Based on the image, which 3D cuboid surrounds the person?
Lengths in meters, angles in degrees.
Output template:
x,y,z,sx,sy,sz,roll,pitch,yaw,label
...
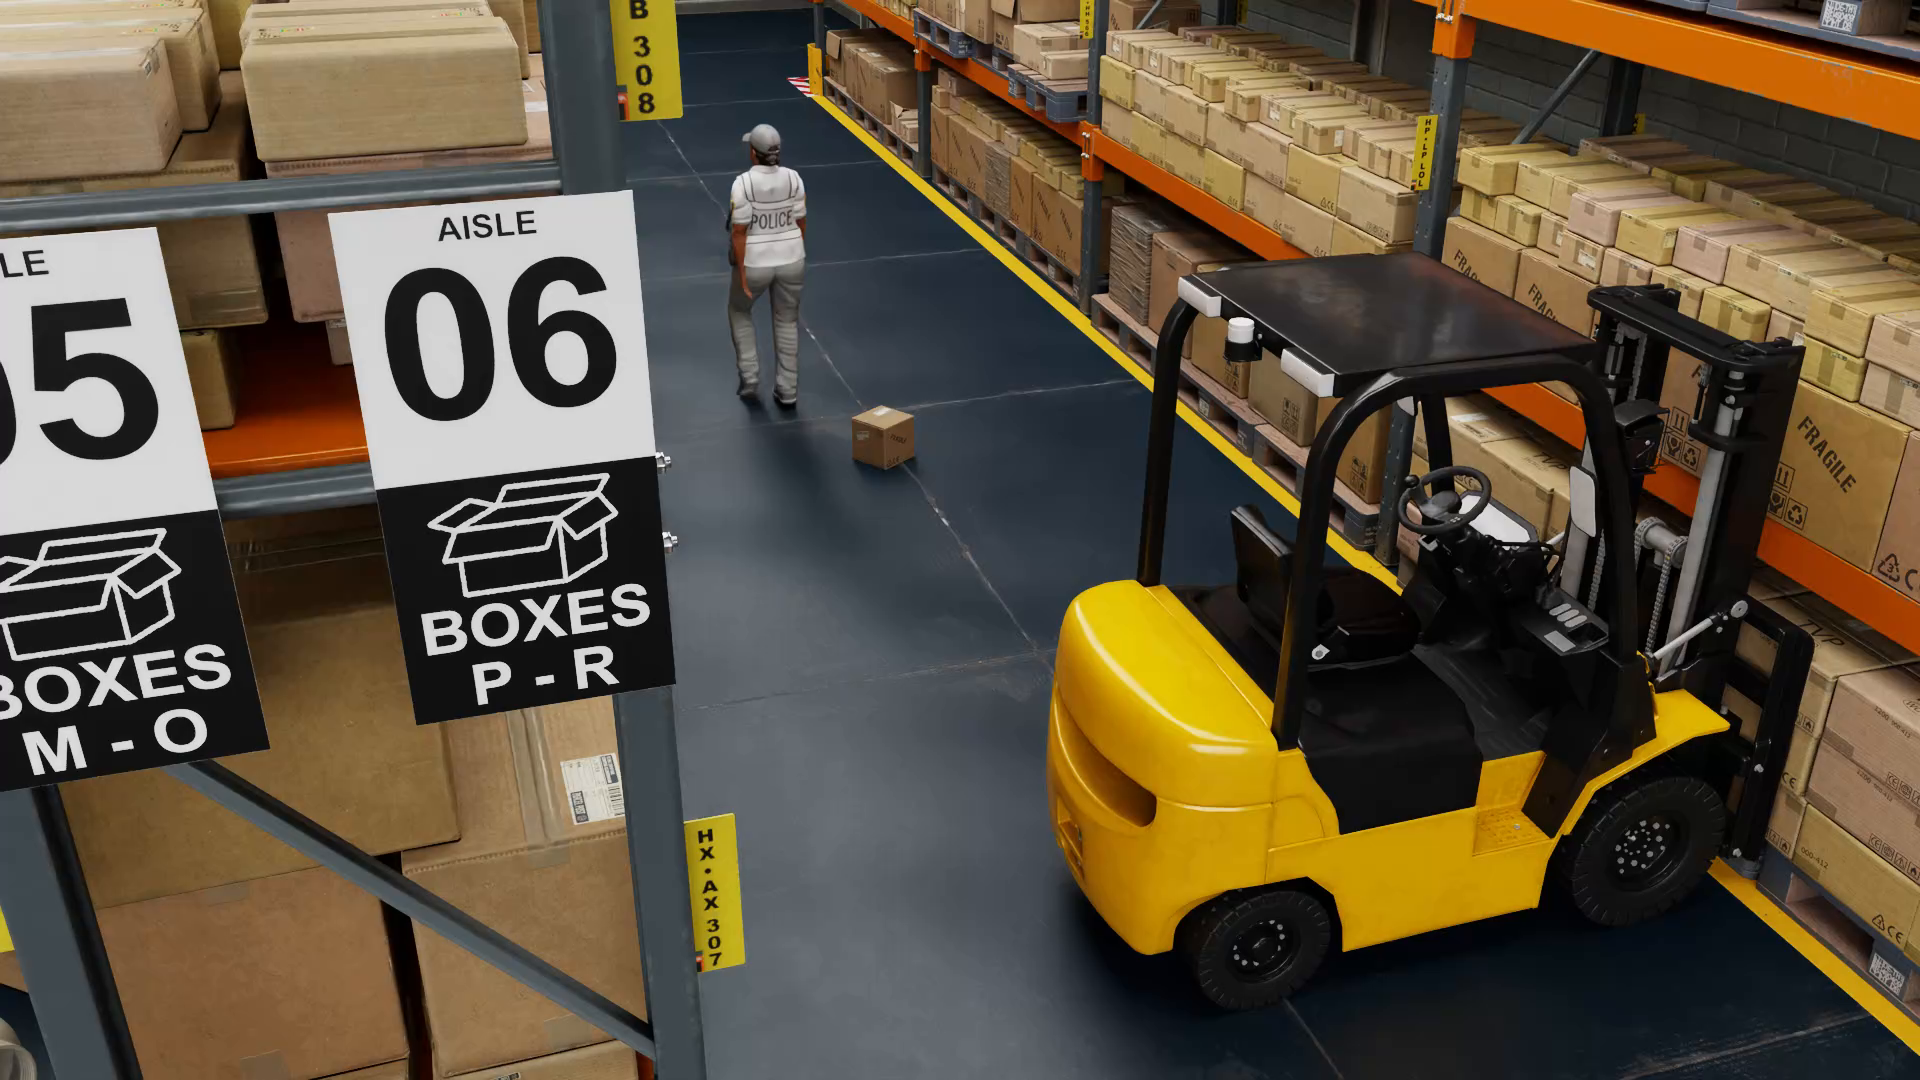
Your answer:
x,y,z,sx,sy,sz,roll,pitch,yaw,label
-1.137,-1.671,9.835,0.476,1.582,0.485,-10,28,-19,person
